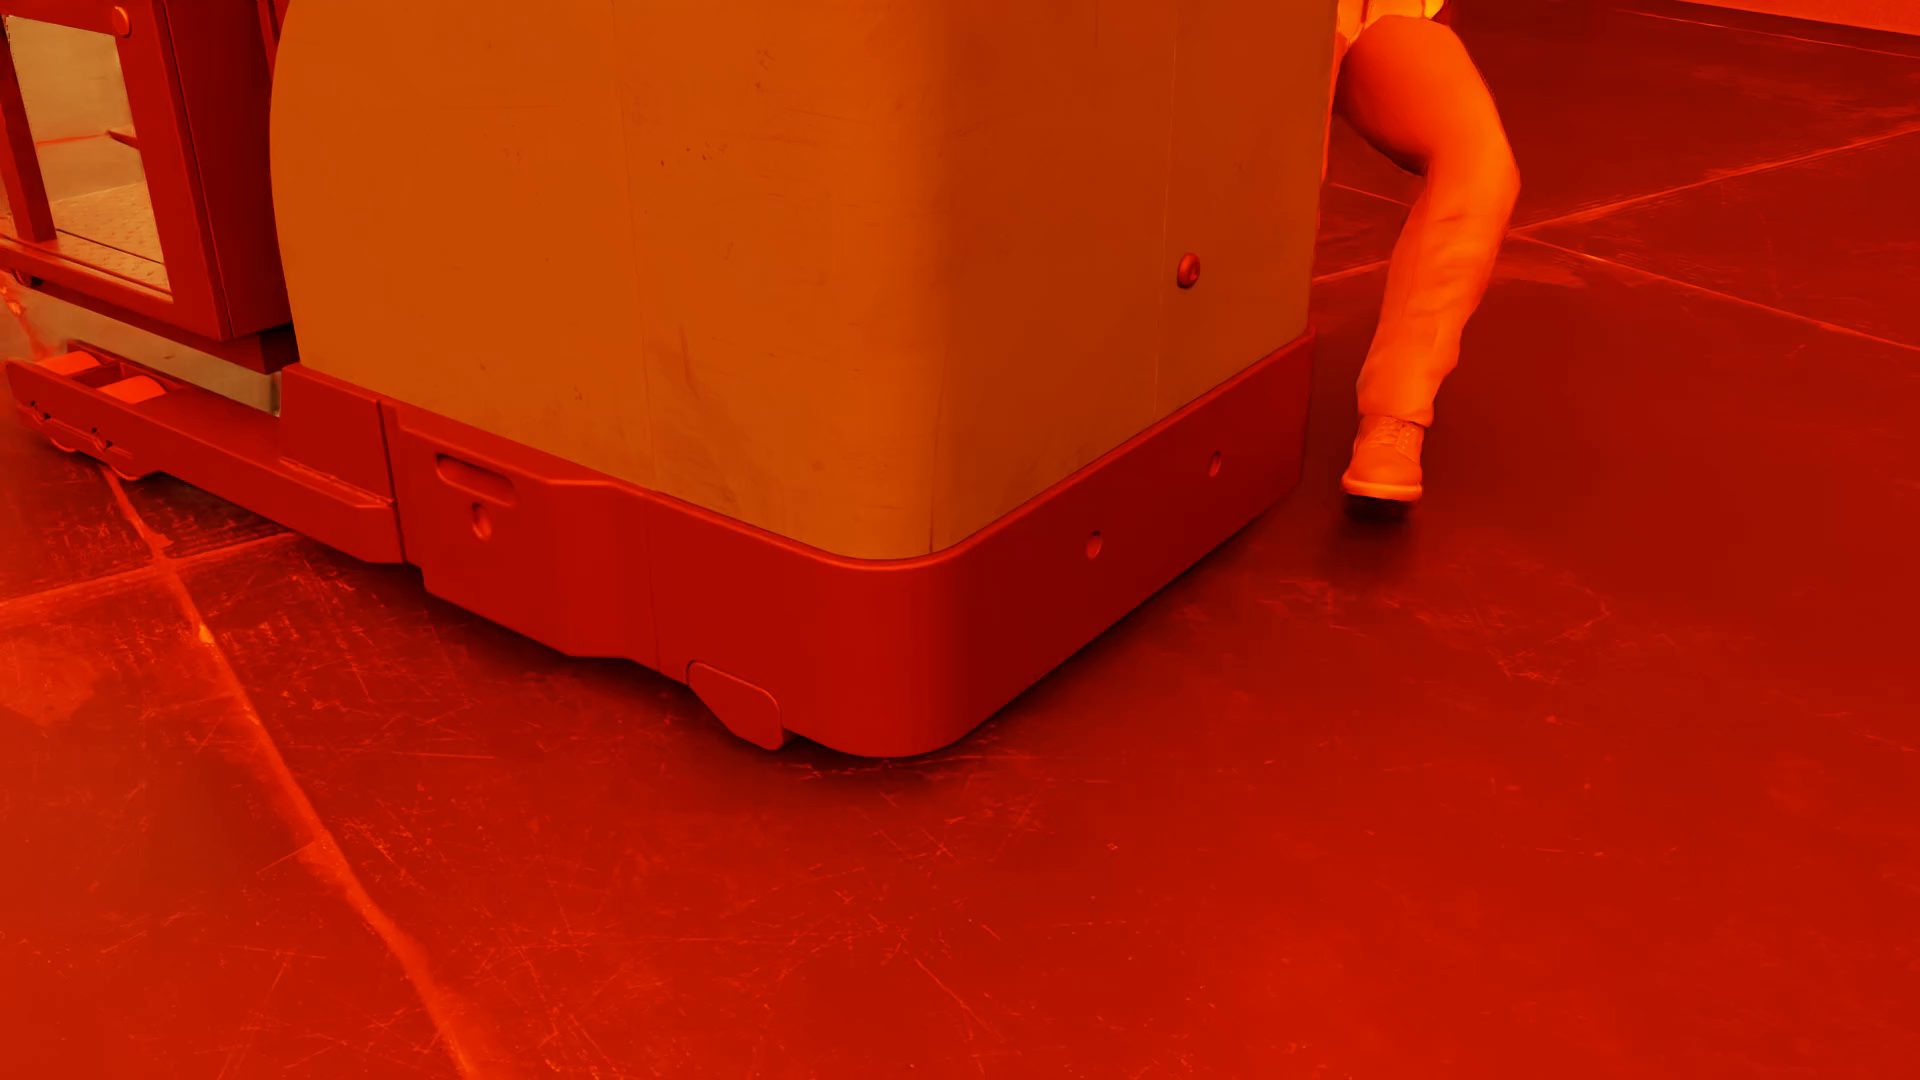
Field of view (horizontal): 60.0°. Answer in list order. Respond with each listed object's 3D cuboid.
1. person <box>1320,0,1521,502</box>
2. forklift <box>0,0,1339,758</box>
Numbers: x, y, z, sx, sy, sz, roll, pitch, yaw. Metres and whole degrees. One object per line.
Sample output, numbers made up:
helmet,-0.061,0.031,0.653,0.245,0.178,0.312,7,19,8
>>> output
person,0.788,-0.796,2.626,1.125,1.383,0.892,-7,28,-14
forklift,-0.964,-1.576,2.373,3.031,2.935,1.130,18,32,32
